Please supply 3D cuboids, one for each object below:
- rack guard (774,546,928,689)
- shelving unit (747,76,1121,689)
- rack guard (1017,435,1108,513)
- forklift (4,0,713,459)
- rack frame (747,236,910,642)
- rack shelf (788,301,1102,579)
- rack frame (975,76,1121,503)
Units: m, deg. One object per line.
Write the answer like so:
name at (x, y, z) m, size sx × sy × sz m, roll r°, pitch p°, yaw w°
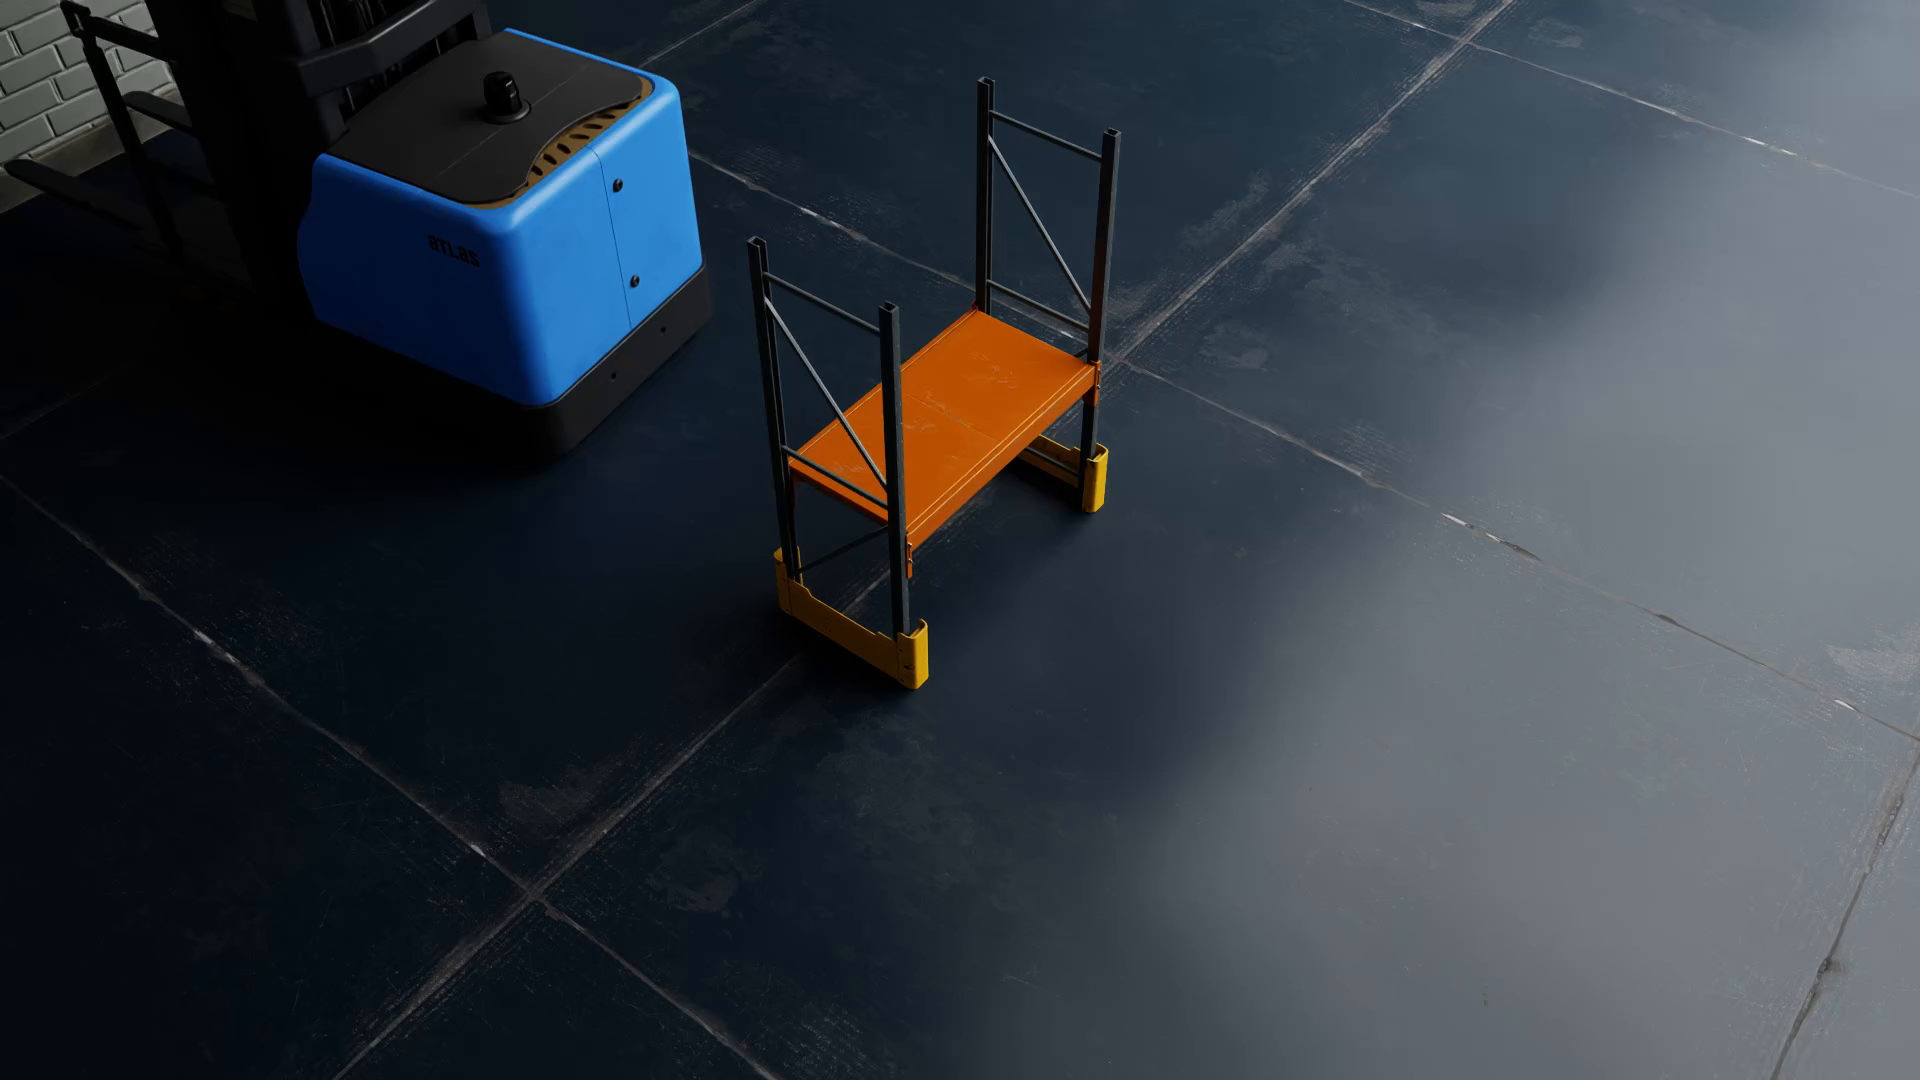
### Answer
rack guard at (-0.351, 0.242, 5.346) m, size 0.587 × 0.250 × 0.087 m, roll 29°, pitch 53°, yaw 25°
shelving unit at (-0.047, -0.474, 5.166) m, size 0.587 × 1.500 × 1.083 m, roll 29°, pitch 53°, yaw 25°
rack guard at (0.258, -0.328, 5.890) m, size 0.587 × 0.250 × 0.087 m, roll 29°, pitch 53°, yaw 25°
forklift at (-2.504, -2.089, 5.719) m, size 3.031 × 2.935 × 1.130 m, roll 22°, pitch 50°, yaw 20°
rack frame at (-0.363, -0.178, 4.883) m, size 0.500 × 1.500 × 0.032 m, roll 29°, pitch 53°, yaw 25°
rack shelf at (-0.052, -0.345, 5.291) m, size 0.538 × 0.185 × 1.000 m, roll 29°, pitch 53°, yaw 25°
rack frame at (0.259, -0.760, 5.439) m, size 0.500 × 1.500 × 0.032 m, roll 29°, pitch 53°, yaw 25°
